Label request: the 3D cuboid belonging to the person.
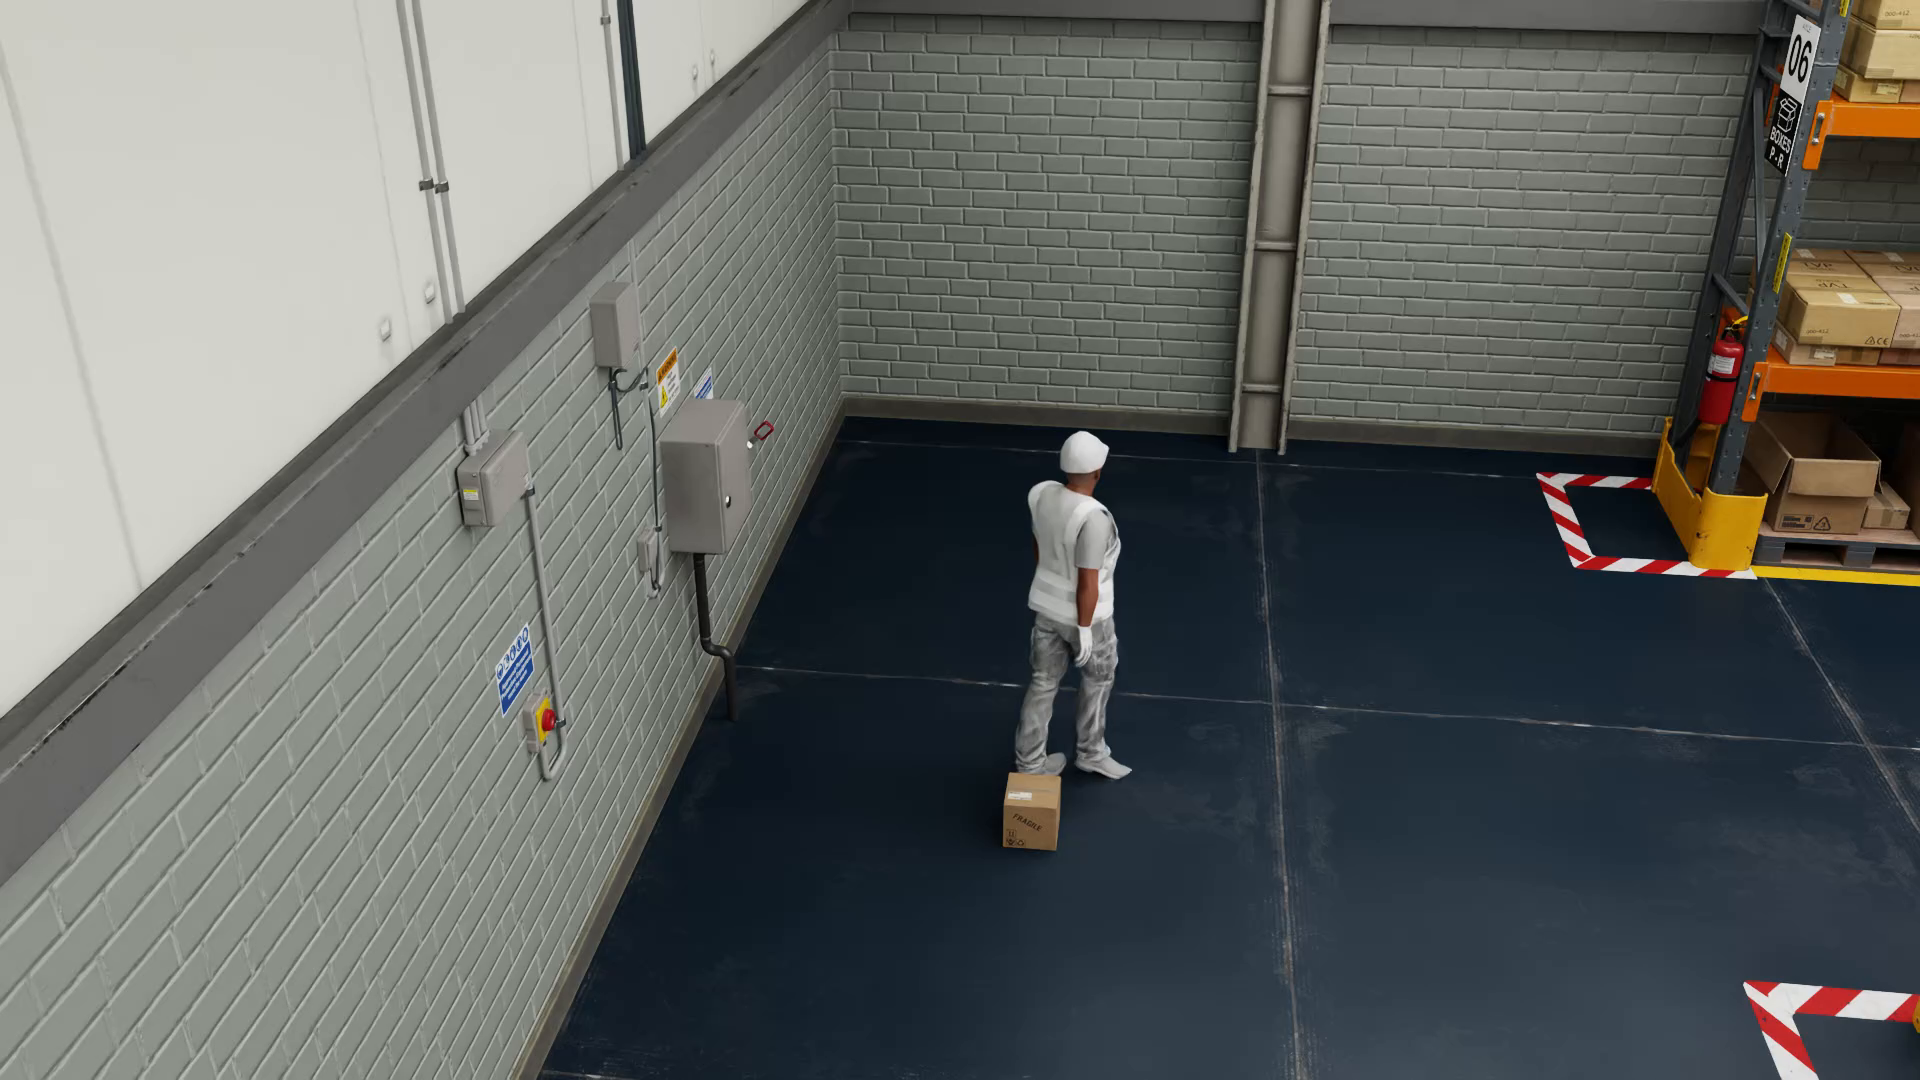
[{"bbox_3d":[0.478,0.369,7.941,0.562,1.840,0.585,-24,36,-37],"label":"person"}]
